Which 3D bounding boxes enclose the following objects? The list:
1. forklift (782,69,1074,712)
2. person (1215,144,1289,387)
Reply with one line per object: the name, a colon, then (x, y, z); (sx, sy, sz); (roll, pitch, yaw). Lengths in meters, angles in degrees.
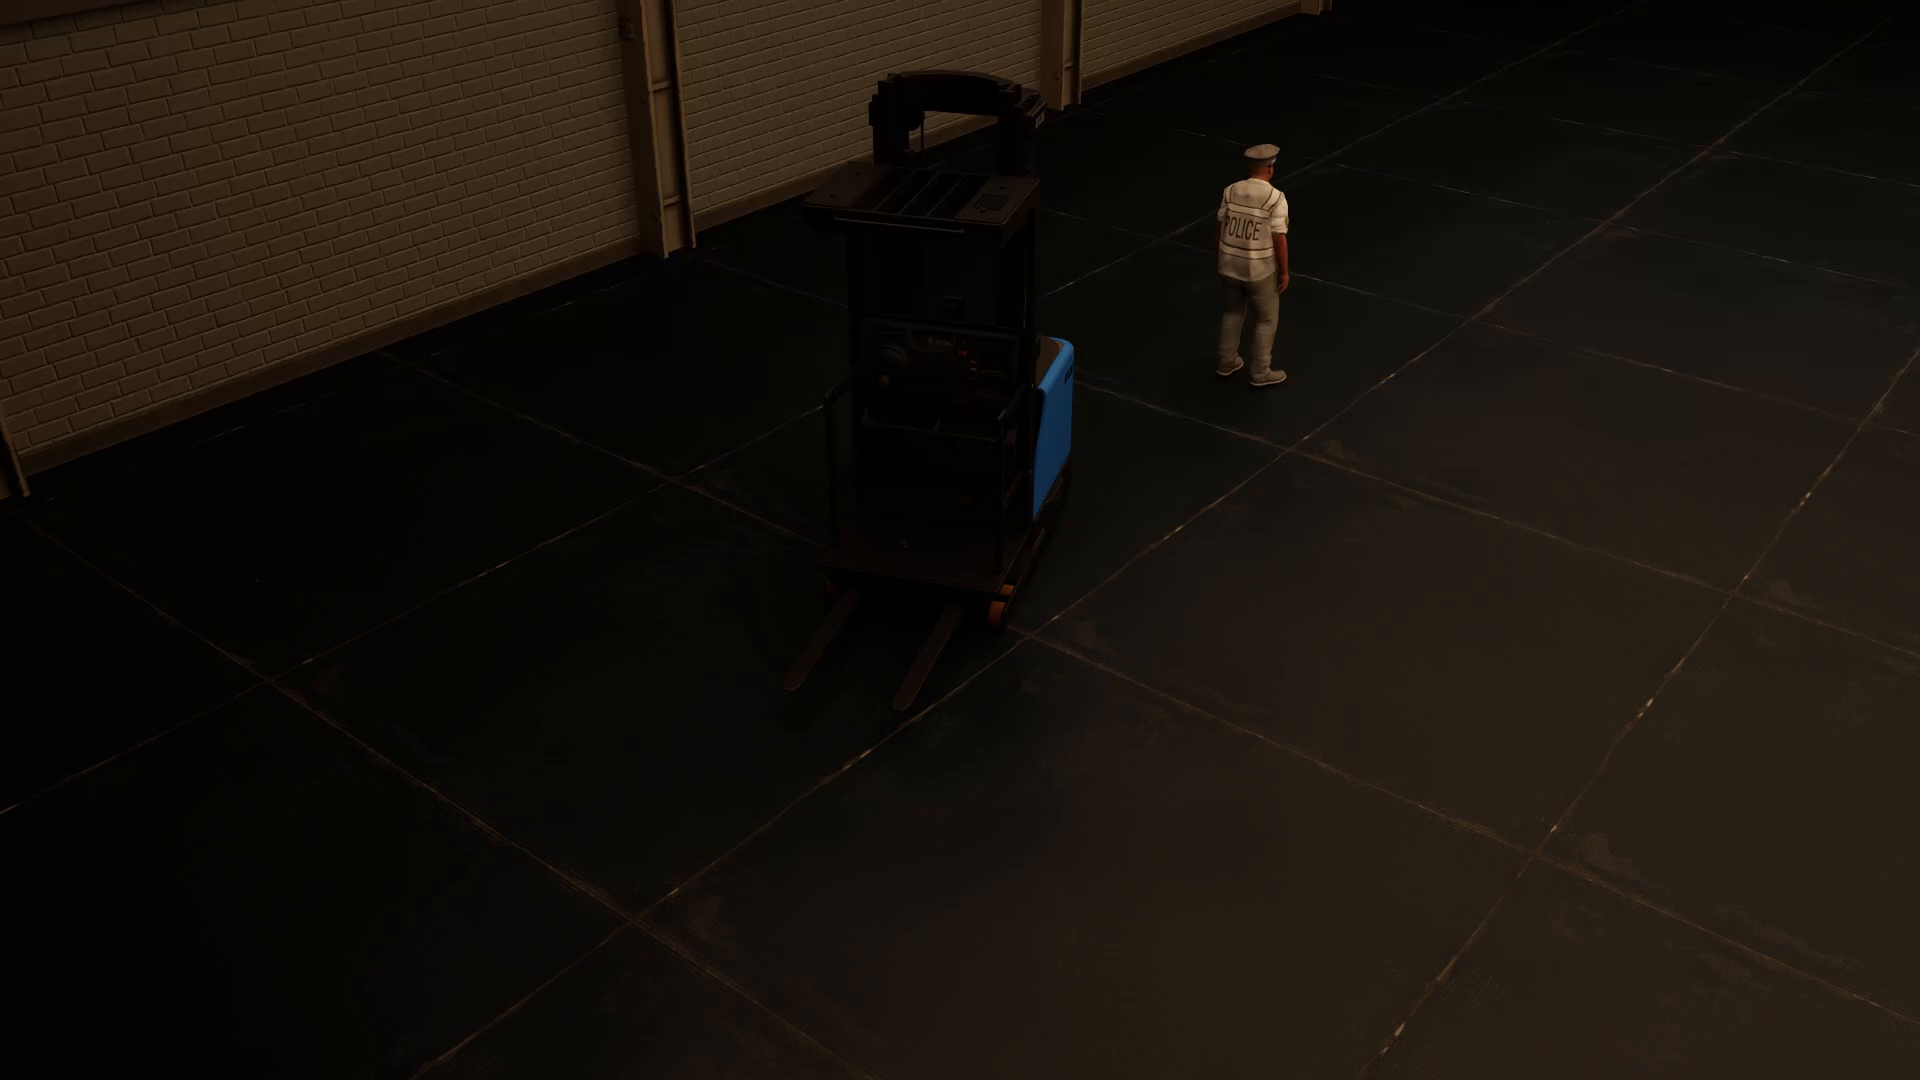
forklift: (-0.176, -0.972, 9.258); (1.130, 2.935, 3.031); (9, 31, 14)
person: (2.129, -1.992, 12.176); (0.602, 1.747, 0.443); (22, 37, 33)
